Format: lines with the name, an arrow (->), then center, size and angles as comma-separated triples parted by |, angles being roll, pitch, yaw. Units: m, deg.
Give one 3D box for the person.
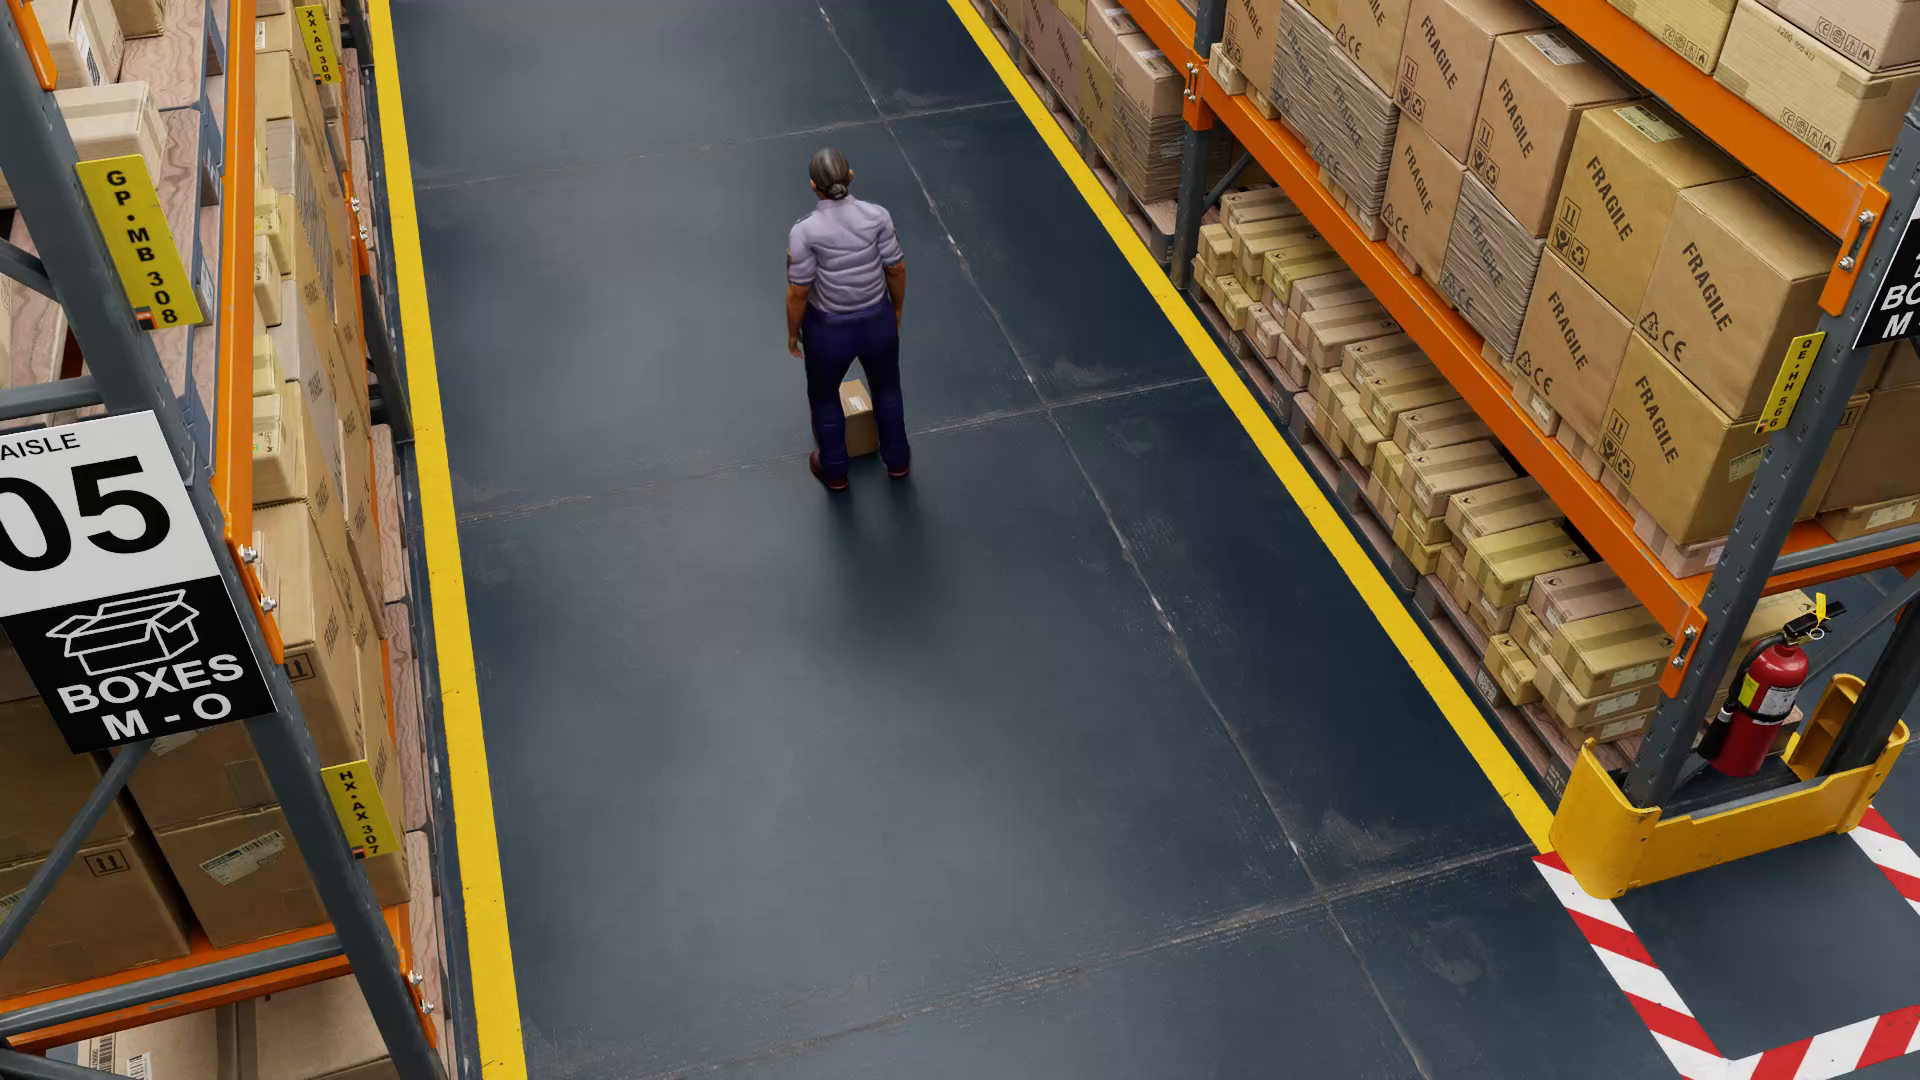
person -> -0.468, -0.925, 7.176 | 0.554, 1.652, 0.372 | -14, 44, -15
